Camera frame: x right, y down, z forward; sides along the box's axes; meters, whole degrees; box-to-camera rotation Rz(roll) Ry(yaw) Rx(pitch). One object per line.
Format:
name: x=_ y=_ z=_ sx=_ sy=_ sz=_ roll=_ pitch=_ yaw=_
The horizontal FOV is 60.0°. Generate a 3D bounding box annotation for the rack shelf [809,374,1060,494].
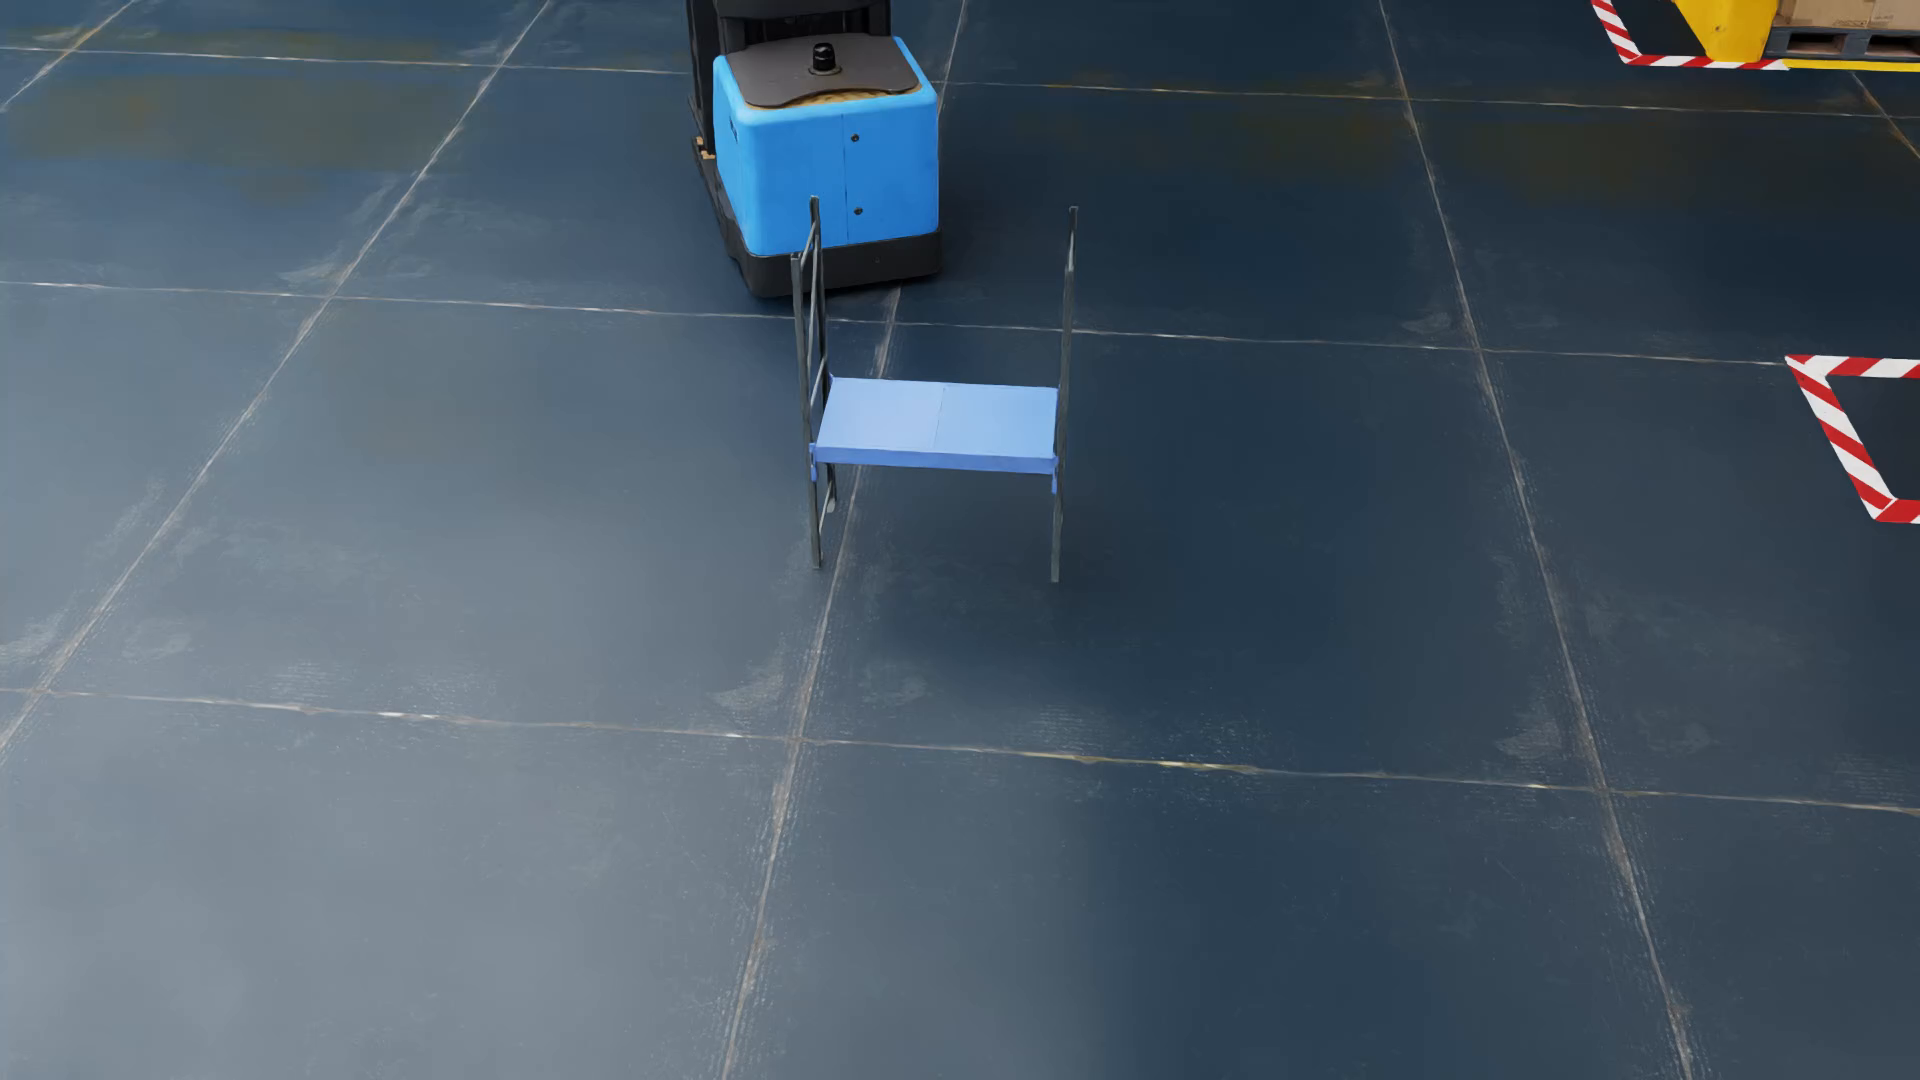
rack shelf: x=-0.085 y=-0.447 z=6.896 sx=1.000 sy=0.185 sz=0.538 roll=3 pitch=39 yaw=4

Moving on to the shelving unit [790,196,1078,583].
shelving unit: x=-0.085 y=-0.586 z=6.782 sx=1.048 sy=1.500 sz=0.538 roll=3 pitch=39 yaw=4

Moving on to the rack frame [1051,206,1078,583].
rack frame: x=0.421 y=-0.559 z=6.748 sx=0.032 sy=1.500 sz=0.500 roll=3 pitch=39 yaw=4

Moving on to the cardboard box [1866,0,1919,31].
cardboard box: x=6.322 y=-3.651 z=11.205 sx=0.500 sy=0.250 sz=0.500 roll=3 pitch=39 yaw=4

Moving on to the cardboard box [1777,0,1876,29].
cardboard box: x=5.824 y=-3.676 z=11.236 sx=0.500 sy=0.250 sz=0.500 roll=3 pitch=39 yaw=4

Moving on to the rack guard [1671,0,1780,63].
rack guard: x=5.285 y=-3.781 z=11.499 sx=0.348 sy=0.500 sz=1.175 roll=3 pitch=39 yaw=4

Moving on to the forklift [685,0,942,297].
forklift: x=-0.989 y=-3.342 z=9.034 sx=1.130 sy=2.935 sz=3.031 roll=-10 pitch=40 yaw=-12

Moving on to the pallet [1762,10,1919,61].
pallet: x=6.074 y=-3.652 z=11.569 sx=1.213 sy=0.211 sz=1.003 roll=3 pitch=39 yaw=4

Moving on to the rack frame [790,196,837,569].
rack frame: x=-0.591 y=-0.614 z=6.816 sx=0.032 sy=1.500 sz=0.500 roll=3 pitch=39 yaw=4
